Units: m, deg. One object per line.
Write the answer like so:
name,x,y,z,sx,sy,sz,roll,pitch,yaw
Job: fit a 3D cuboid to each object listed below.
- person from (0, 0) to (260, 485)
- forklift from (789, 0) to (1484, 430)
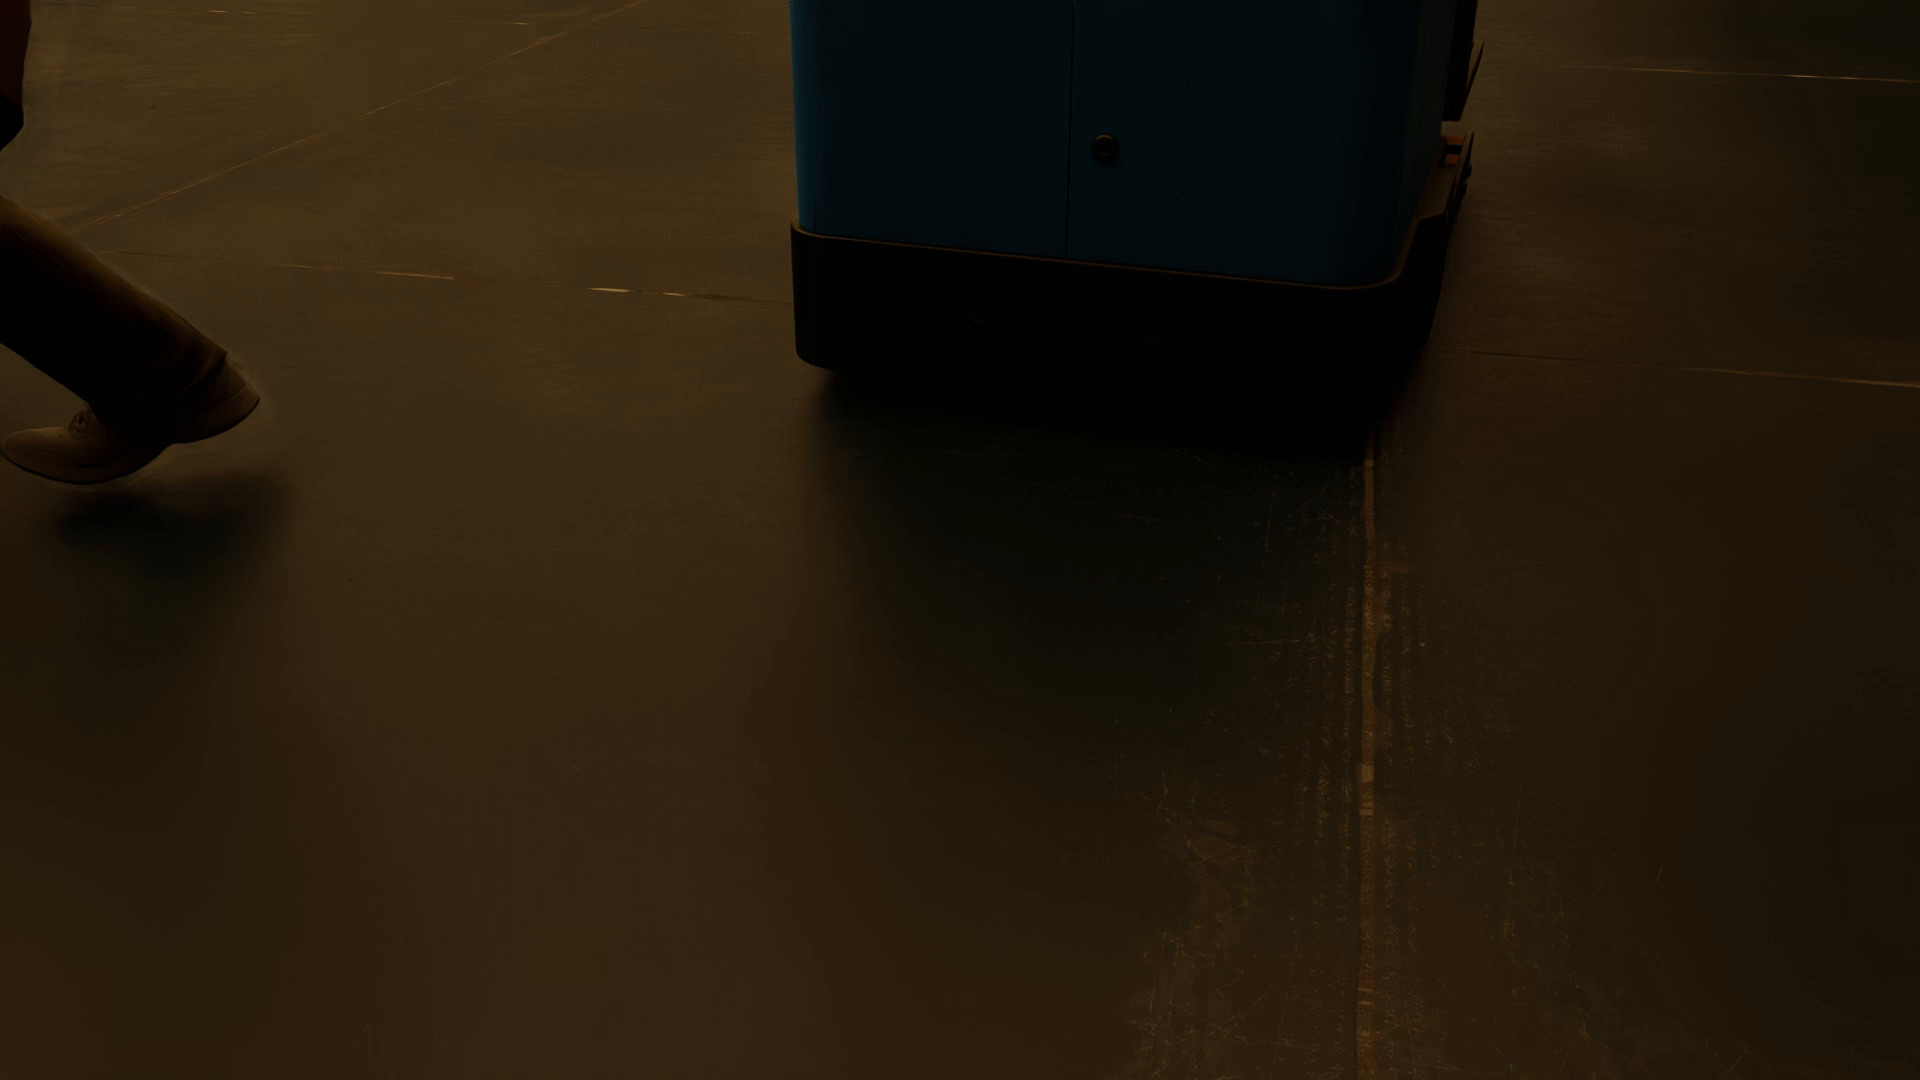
person,-1.718,-0.821,2.480,1.144,1.739,0.602,19,32,32
forklift,0.659,-2.129,3.467,1.130,2.935,3.031,9,28,17
